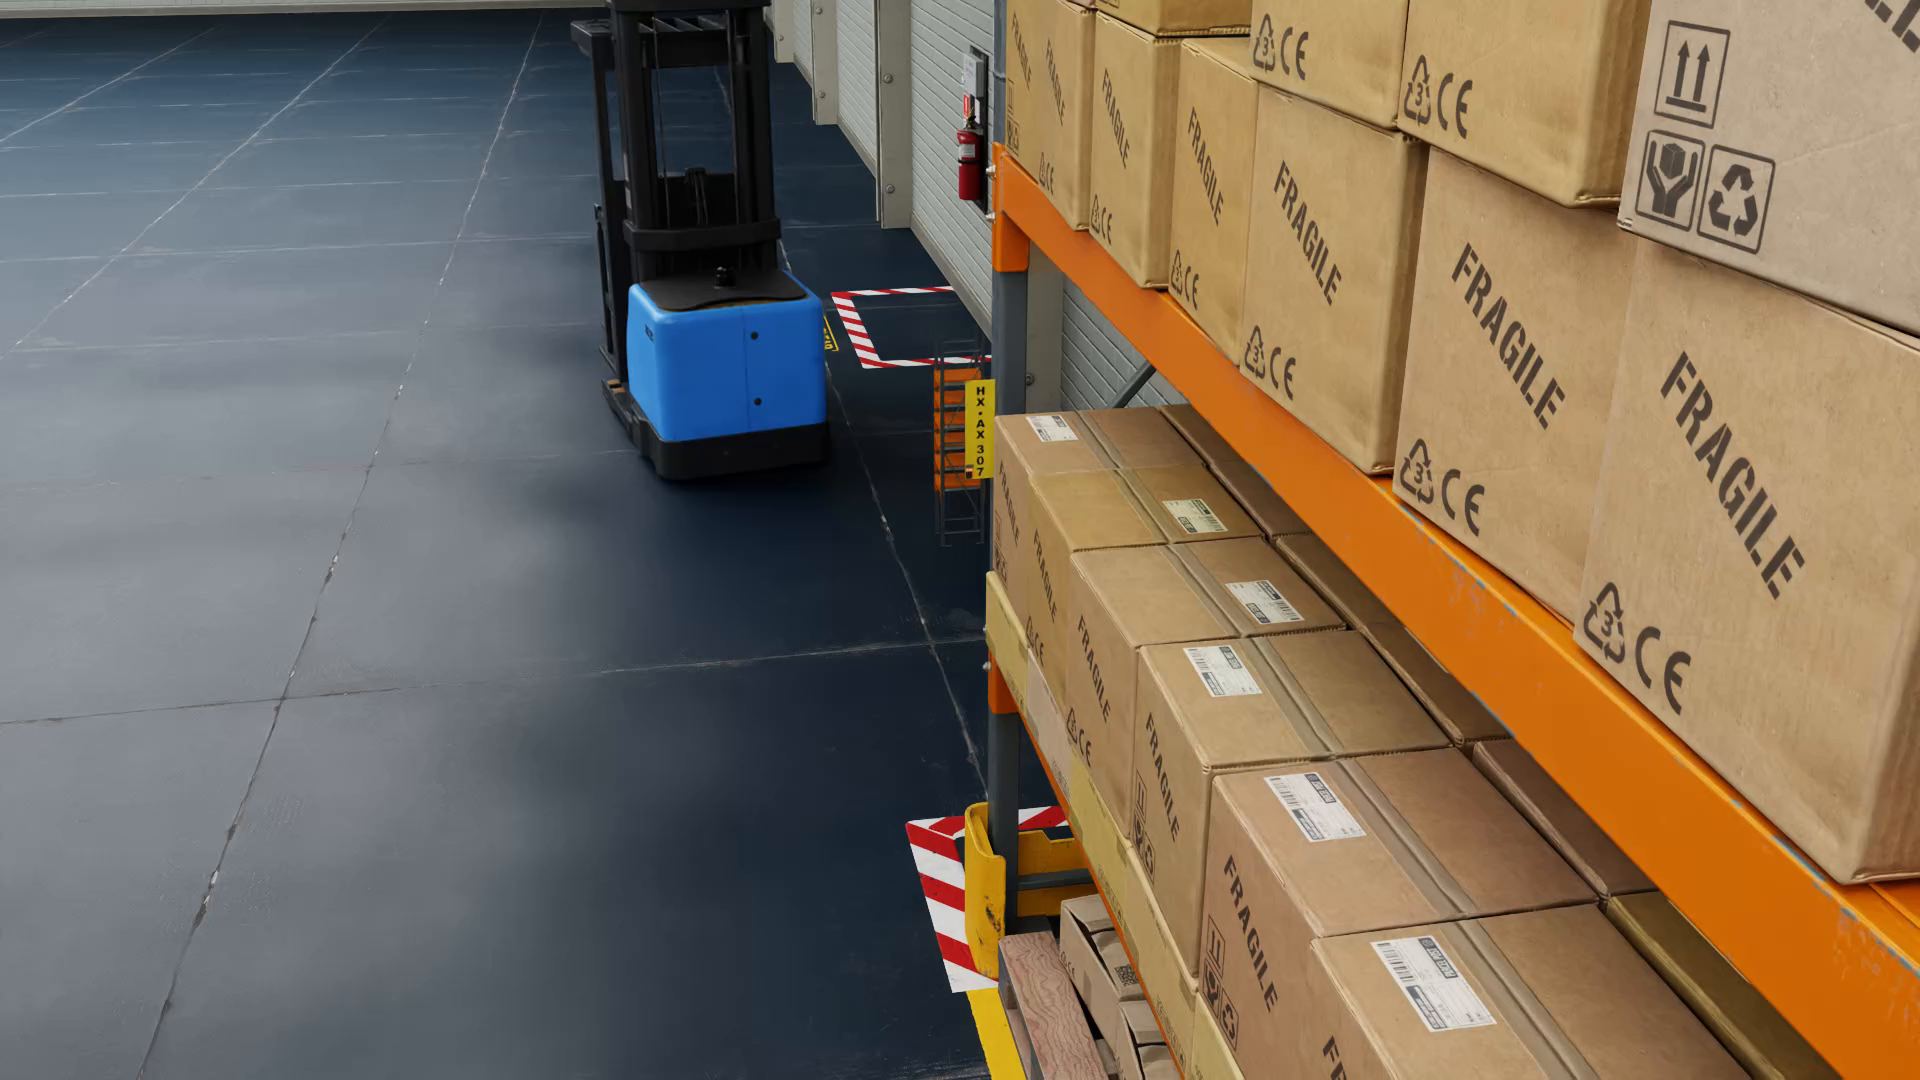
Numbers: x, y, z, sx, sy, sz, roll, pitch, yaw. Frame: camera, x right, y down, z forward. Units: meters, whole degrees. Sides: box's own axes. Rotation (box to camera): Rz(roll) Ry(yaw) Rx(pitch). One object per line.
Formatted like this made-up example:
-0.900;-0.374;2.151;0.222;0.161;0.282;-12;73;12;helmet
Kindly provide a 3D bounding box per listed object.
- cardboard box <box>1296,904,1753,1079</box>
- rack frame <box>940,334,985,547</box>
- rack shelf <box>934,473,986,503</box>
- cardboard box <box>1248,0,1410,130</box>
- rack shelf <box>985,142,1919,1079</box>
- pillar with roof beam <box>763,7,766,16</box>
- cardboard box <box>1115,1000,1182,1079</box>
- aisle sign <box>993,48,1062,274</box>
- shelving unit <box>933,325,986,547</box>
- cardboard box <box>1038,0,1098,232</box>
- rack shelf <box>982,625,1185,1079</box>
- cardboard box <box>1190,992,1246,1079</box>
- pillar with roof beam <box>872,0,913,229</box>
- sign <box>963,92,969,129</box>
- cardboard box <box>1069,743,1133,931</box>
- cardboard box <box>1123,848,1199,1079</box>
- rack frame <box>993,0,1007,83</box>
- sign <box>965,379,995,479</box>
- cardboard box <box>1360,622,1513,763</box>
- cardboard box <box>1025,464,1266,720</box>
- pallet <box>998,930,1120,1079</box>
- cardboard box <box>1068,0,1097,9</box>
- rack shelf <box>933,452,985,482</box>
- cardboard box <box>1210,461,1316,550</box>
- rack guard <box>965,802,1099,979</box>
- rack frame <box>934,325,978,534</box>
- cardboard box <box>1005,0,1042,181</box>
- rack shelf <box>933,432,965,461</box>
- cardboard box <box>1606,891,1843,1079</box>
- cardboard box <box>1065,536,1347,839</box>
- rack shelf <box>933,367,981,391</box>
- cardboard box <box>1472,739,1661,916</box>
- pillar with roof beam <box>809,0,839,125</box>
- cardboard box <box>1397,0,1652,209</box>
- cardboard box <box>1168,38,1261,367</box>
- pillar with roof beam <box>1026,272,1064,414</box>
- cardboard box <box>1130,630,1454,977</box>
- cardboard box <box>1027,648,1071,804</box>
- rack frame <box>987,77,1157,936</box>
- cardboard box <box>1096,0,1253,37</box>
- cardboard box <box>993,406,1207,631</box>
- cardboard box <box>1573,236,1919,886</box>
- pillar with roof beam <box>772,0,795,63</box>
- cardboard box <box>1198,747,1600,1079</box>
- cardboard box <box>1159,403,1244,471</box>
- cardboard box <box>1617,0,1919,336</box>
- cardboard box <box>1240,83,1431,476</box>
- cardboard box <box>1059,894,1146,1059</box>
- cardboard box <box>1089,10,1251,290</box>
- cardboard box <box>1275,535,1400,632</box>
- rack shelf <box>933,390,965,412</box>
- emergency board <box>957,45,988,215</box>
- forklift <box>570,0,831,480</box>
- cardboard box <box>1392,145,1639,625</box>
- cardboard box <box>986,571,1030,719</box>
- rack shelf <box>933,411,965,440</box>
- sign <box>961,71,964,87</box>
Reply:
0.850;0.941;2.572;0.500;0.500;0.500;-4;24;-10;cardboard box
0.014;-0.520;8.940;0.240;1.200;0.006;-4;24;-10;rack frame
-0.003;-0.295;9.137;0.258;0.103;0.180;-4;24;-10;rack shelf
0.761;-0.900;2.415;0.500;0.500;0.500;-5;24;-12;cardboard box
0.969;-0.247;3.219;1.077;0.370;4.000;-4;24;-10;rack shelf
-8.199;-14.008;30.081;9.100;9.000;0.400;-4;24;-10;pillar with roof beam
0.744;1.545;4.775;0.500;0.311;0.500;-2;24;-5;cardboard box
0.291;-1.186;4.970;0.394;0.787;0.004;-4;24;-10;aisle sign
-0.003;-0.556;9.023;0.258;1.200;0.189;-4;24;-10;shelving unit
0.480;-1.055;4.019;0.500;0.500;0.500;-3;24;-6;cardboard box
0.969;1.128;3.819;1.077;0.370;4.000;-4;24;-10;rack shelf
0.761;1.087;3.176;0.500;0.250;0.500;-4;24;-10;cardboard box
-4.871;-6.928;13.870;9.100;9.000;0.400;-4;24;-10;pillar with roof beam
0.049;-3.354;13.137;0.001;0.329;0.234;-4;24;-10;sign
0.576;0.690;4.084;0.500;0.250;0.500;-5;24;-11;cardboard box
0.667;0.889;3.629;0.500;0.250;0.500;-4;24;-9;cardboard box
0.599;-2.738;4.276;1.000;3.000;0.127;-4;24;-10;rack frame
0.066;-0.345;5.211;0.100;0.325;0.005;-4;24;-10;sign
1.172;0.497;3.591;0.500;0.500;0.500;-4;24;-9;cardboard box
0.474;0.132;4.425;0.500;0.500;0.500;-4;24;-10;cardboard box
0.729;1.641;5.229;1.003;0.211;1.213;-4;24;-10;pallet
0.475;-1.506;3.804;0.500;0.500;0.500;-5;24;-10;cardboard box
-0.003;-0.405;9.089;0.258;0.103;0.180;-4;24;-10;rack shelf
0.979;0.095;4.509;0.500;0.500;0.500;-4;24;-9;cardboard box
0.613;1.187;5.909;1.175;0.500;0.348;-4;24;-10;rack guard
-0.020;-0.592;9.105;0.240;1.200;0.006;-4;24;-10;rack frame
0.415;-1.268;4.509;0.500;0.500;0.500;-4;24;-8;cardboard box
-0.003;-0.515;9.041;0.258;0.103;0.180;-4;24;-10;rack shelf
1.365;0.896;2.675;0.500;0.500;0.500;-4;24;-10;cardboard box
0.563;0.336;3.959;0.500;0.500;0.500;-5;24;-11;cardboard box
-0.003;-0.845;8.897;0.258;0.103;0.180;-4;24;-10;rack shelf
1.279;0.700;3.125;0.500;0.500;0.500;-4;24;-8;cardboard box
-5.980;-9.288;19.274;9.100;9.000;0.400;-4;24;-10;pillar with roof beam
0.867;-0.696;1.950;0.500;0.500;0.500;-3;24;-7;cardboard box
0.699;-0.641;3.073;0.500;0.500;0.500;-3;24;-6;cardboard box
-3.762;-4.568;8.466;9.100;9.000;0.400;-4;24;-10;pillar with roof beam
0.670;0.538;3.496;0.500;0.500;0.500;-4;24;-8;cardboard box
0.487;0.489;4.544;0.500;0.250;0.500;-5;24;-11;cardboard box
0.599;0.011;5.477;1.000;3.000;0.127;-4;24;-10;rack frame
0.581;-1.305;3.344;0.500;0.500;0.500;-4;24;-8;cardboard box
0.392;-0.063;4.872;0.500;0.500;0.500;-4;24;-10;cardboard box
1.002;-0.026;1.665;0.500;0.500;0.500;-4;24;-8;cardboard box
-7.090;-11.648;24.677;9.100;9.000;0.400;-4;24;-10;pillar with roof beam
0.767;0.743;3.027;0.500;0.500;0.500;-5;24;-11;cardboard box
0.895;-0.103;4.964;0.500;0.500;0.500;-5;24;-10;cardboard box
0.980;-0.480;1.455;0.500;0.500;0.500;-6;24;-14;cardboard box
0.782;-0.440;2.613;0.500;0.500;0.500;-5;24;-12;cardboard box
0.639;1.321;5.288;0.500;0.311;0.500;-7;25;-16;cardboard box
0.580;-0.851;3.552;0.500;0.500;0.500;-3;24;-7;cardboard box
1.078;0.299;4.044;0.500;0.500;0.500;-5;24;-11;cardboard box
-0.003;-0.735;8.945;0.258;0.103;0.180;-4;24;-10;rack shelf
0.050;-3.112;12.629;0.194;1.169;0.643;-4;24;-10;emergency board
-1.809;-2.260;10.762;1.130;2.935;3.031;-9;25;-20;forklift
0.922;-0.225;2.120;0.500;0.500;0.500;-6;24;-14;cardboard box
0.377;0.286;5.009;0.500;0.250;0.500;-5;24;-11;cardboard box
-0.003;-0.625;8.993;0.258;0.103;0.180;-4;24;-10;rack shelf
0.041;-3.594;13.025;0.001;0.109;0.331;-4;24;-10;sign
